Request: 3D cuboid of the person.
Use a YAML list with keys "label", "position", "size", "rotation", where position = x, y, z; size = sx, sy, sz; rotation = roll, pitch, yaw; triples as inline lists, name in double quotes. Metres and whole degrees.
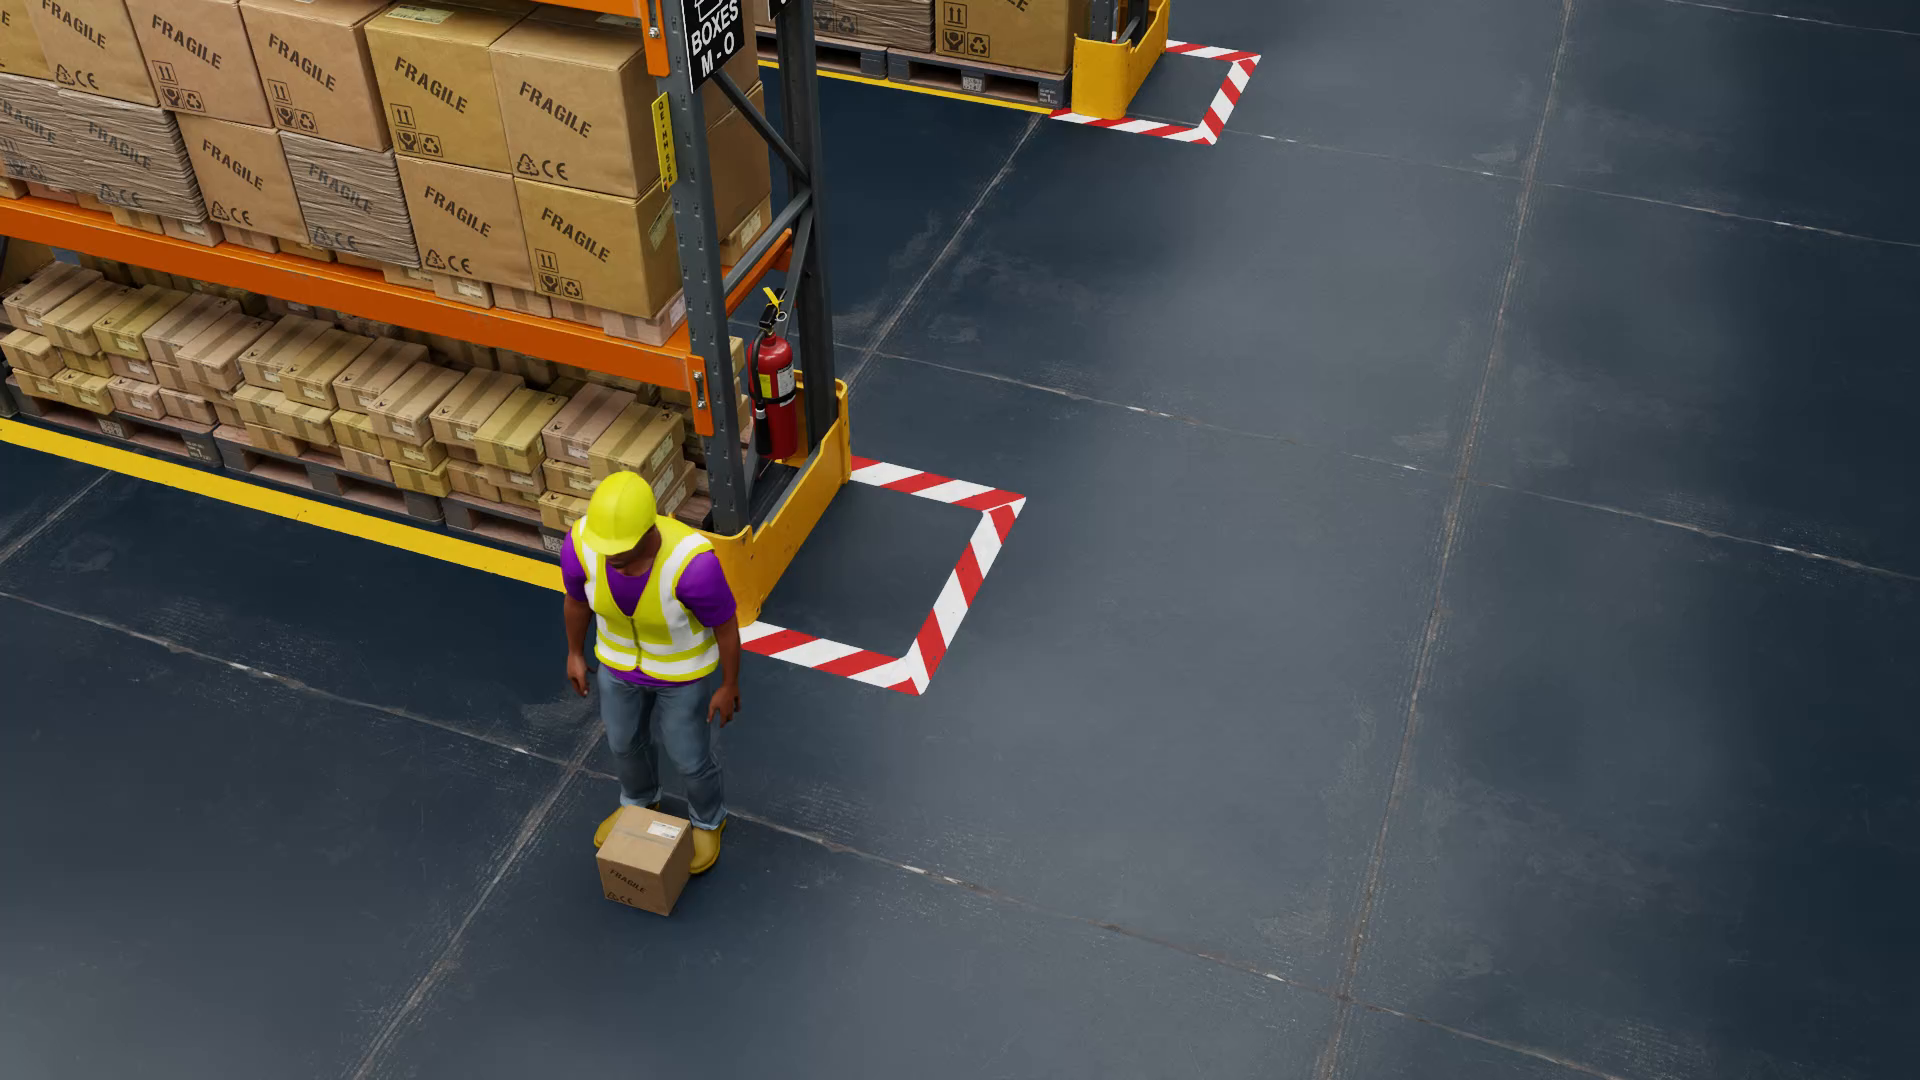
- label: "person"
  position: [-1.044, 0.439, 5.645]
  size: [0.632, 1.759, 0.461]
  rotation: [11, 42, 12]
